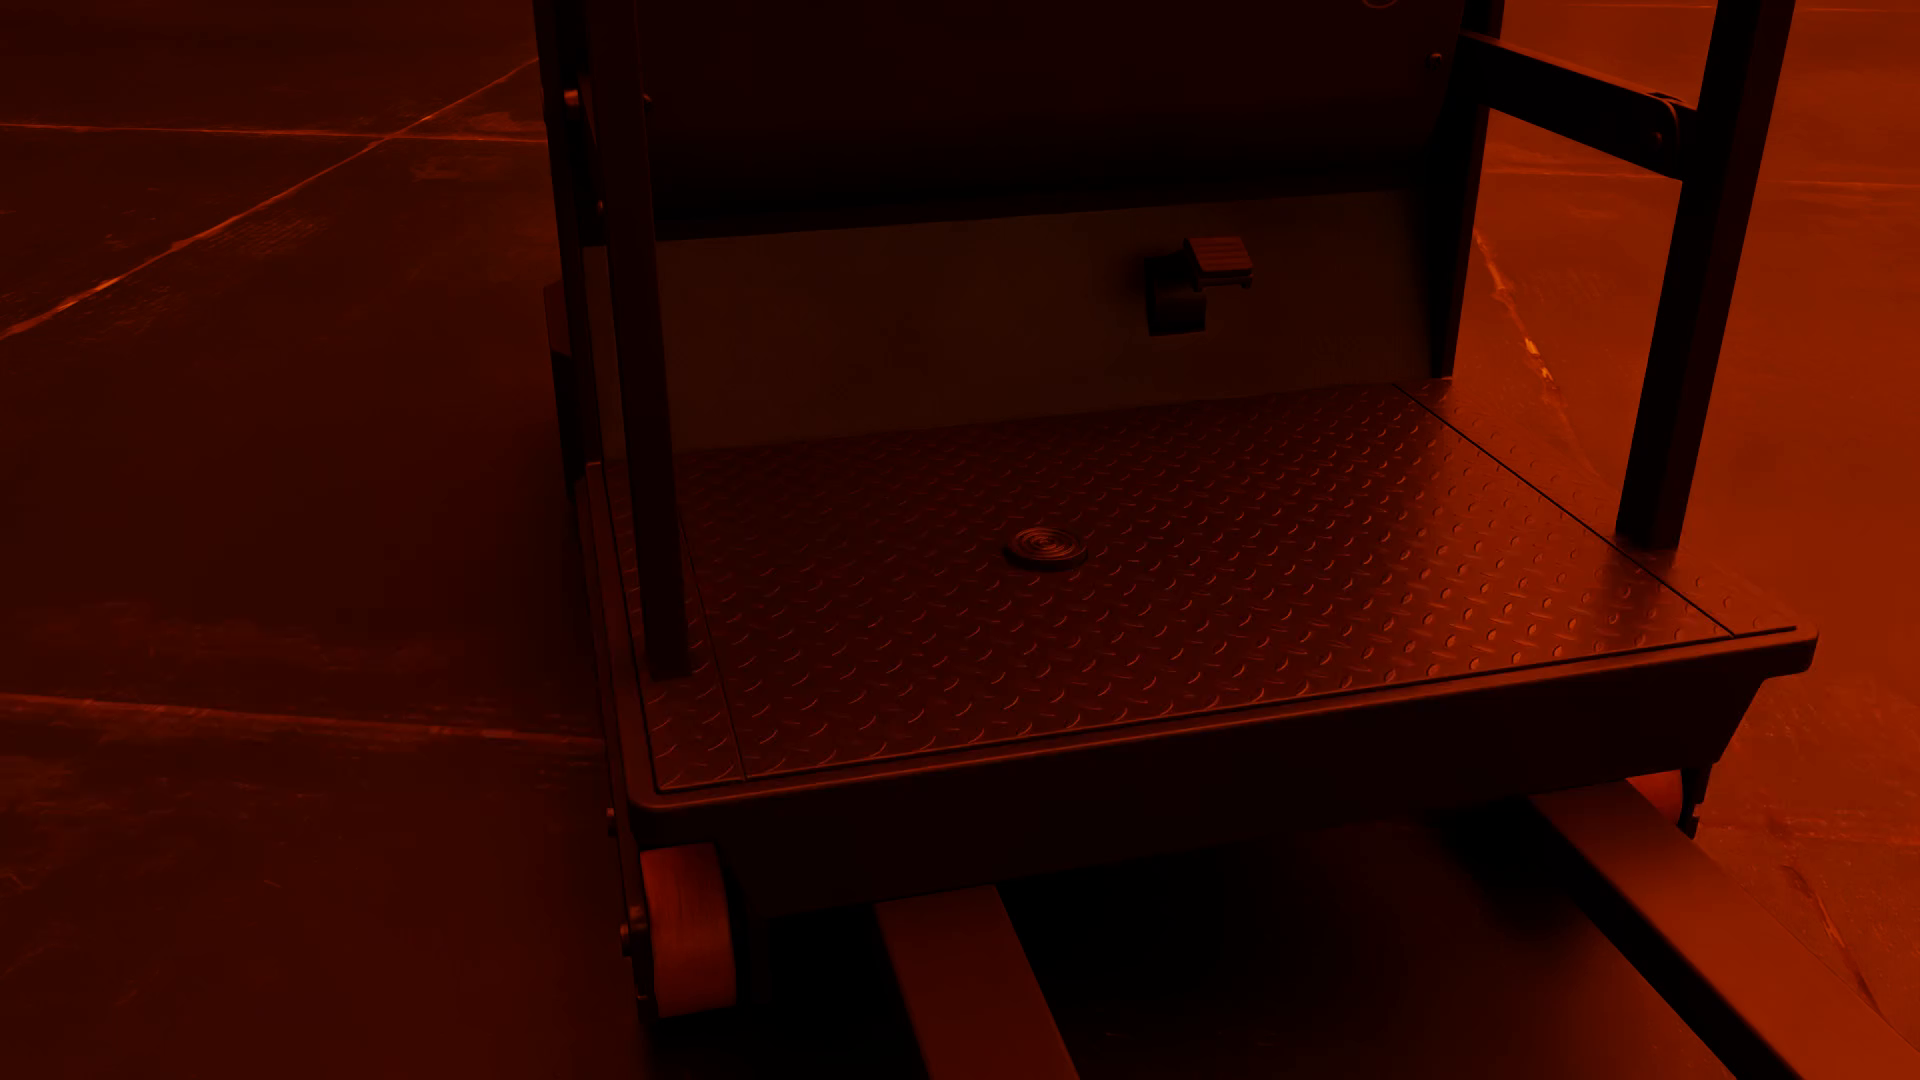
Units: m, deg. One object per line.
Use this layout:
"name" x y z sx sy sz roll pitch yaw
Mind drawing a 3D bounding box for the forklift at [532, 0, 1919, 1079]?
"forklift" 0.153 -1.049 1.319 1.130 2.935 3.031 -7 27 -13
